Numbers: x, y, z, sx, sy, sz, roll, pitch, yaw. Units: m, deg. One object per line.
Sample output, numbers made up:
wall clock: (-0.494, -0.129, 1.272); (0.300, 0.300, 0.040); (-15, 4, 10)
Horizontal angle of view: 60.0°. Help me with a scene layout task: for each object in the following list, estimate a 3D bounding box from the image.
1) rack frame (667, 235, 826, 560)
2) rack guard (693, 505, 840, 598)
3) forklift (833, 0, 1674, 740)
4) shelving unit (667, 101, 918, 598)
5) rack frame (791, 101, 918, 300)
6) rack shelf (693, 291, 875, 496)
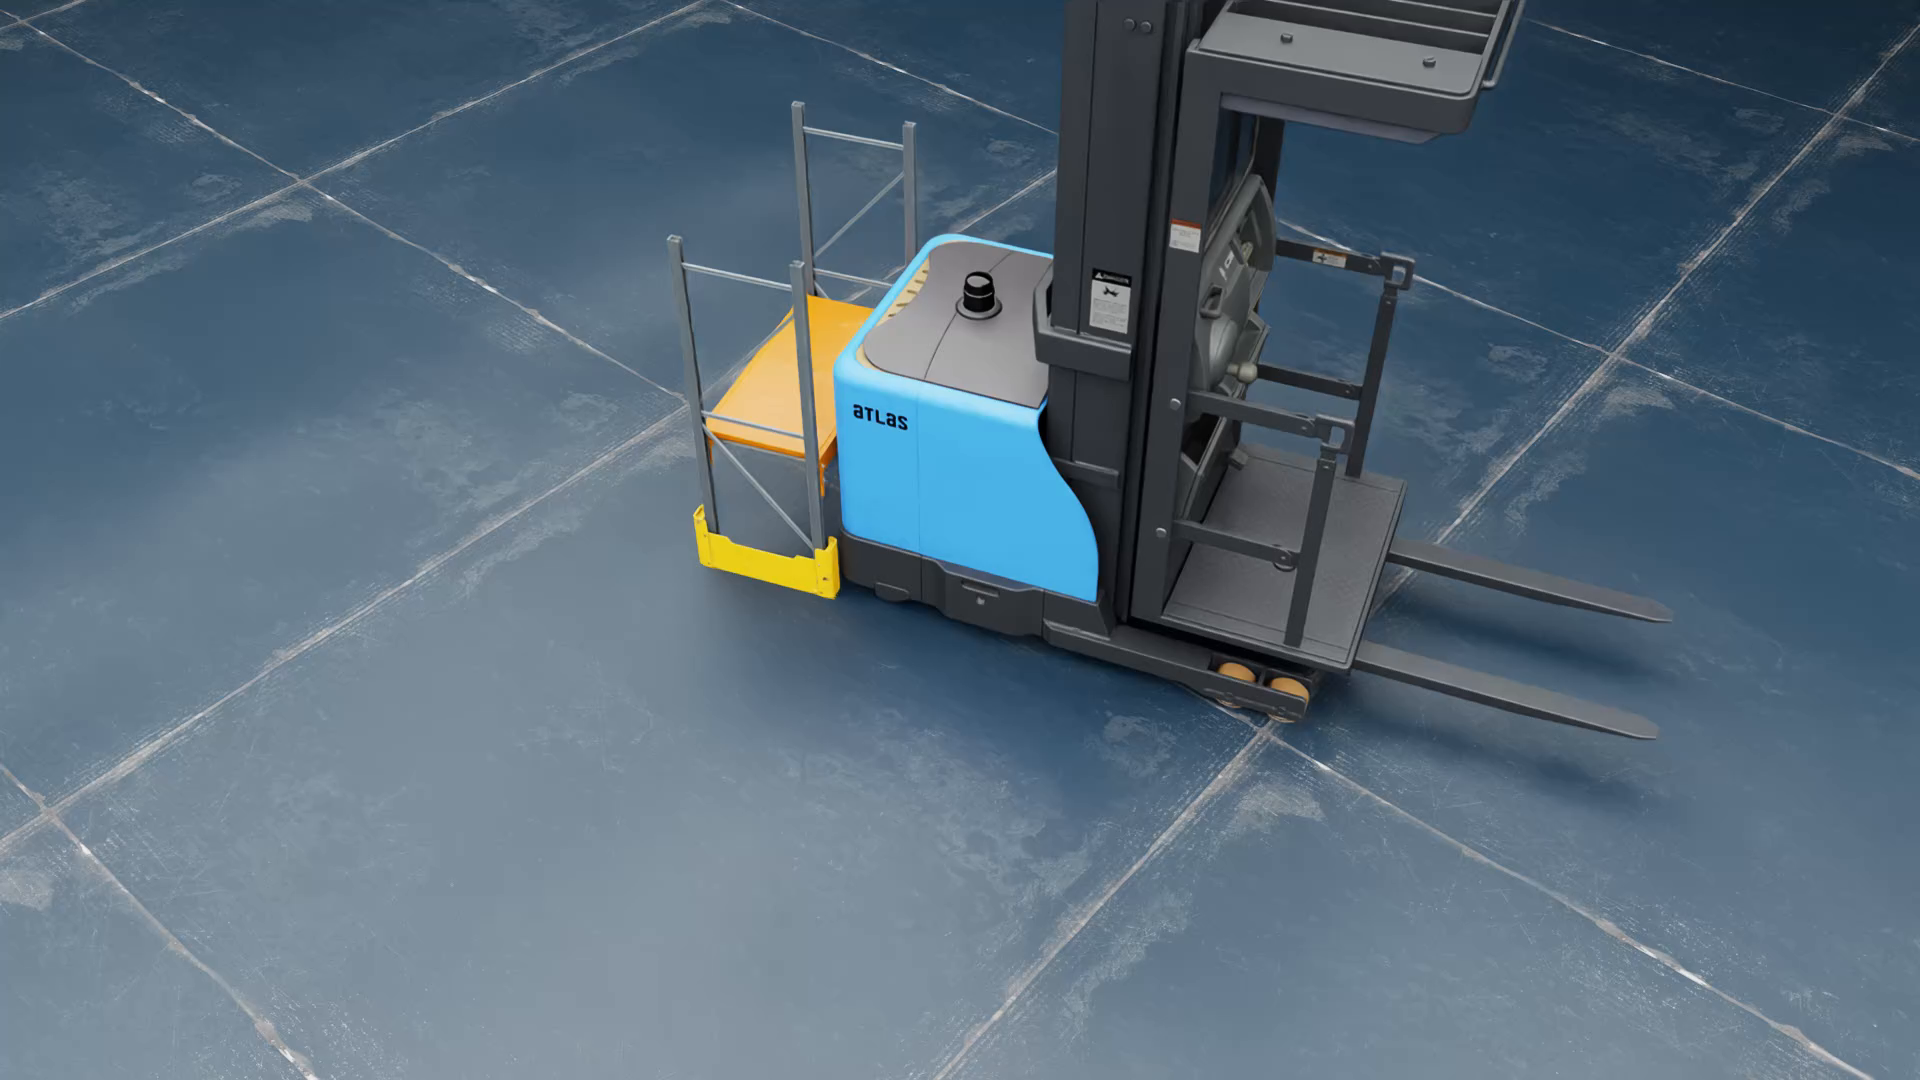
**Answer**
rack frame: (-0.756, -0.417, 6.093); (0.500, 1.500, 0.032); (14, 44, 15)
rack guard: (-0.756, 0.045, 6.515); (0.587, 0.250, 0.087); (14, 44, 15)
forklift: (1.102, -0.831, 5.485); (3.031, 2.935, 1.130); (15, 44, 16)
shelving unit: (-0.584, -0.732, 6.440); (0.587, 1.500, 1.083); (14, 44, 15)
rack frame: (-0.405, -1.059, 6.799); (0.500, 1.500, 0.032); (14, 44, 15)
rack shelf: (-0.581, -0.604, 6.567); (0.538, 0.185, 1.000); (14, 44, 15)
